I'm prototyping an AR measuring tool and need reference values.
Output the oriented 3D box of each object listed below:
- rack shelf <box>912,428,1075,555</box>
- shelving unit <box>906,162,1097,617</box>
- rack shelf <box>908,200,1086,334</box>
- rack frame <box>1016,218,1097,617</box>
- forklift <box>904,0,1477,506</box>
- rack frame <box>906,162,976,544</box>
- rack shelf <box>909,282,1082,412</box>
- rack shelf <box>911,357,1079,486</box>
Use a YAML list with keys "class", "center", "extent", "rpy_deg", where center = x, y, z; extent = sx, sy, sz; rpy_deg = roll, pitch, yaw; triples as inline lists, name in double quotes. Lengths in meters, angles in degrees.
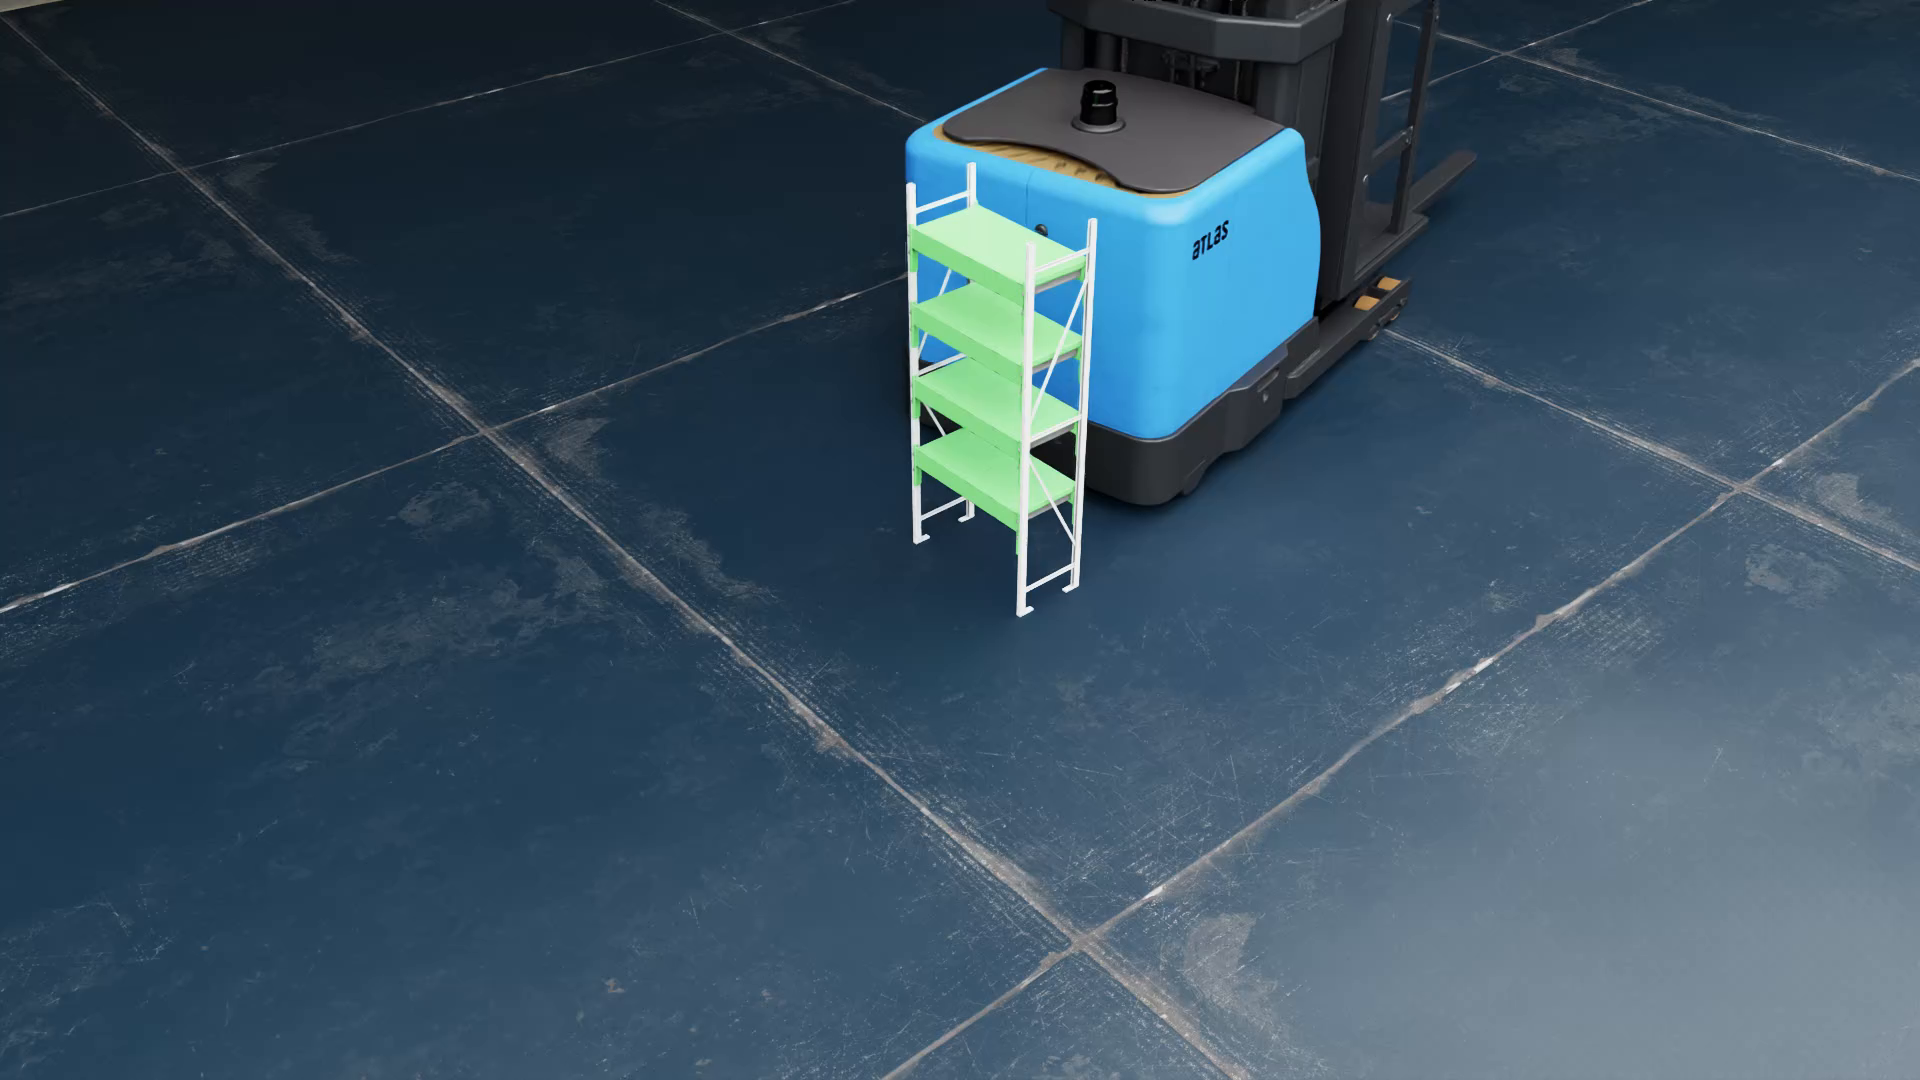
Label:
- class: "rack shelf"
  center: [0.107, -0.169, 4.976]
  extent: [0.258, 0.148, 0.480]
  rpy_deg: [-26, 43, -32]
- class: "shelving unit"
  center: [0.107, -0.417, 4.800]
  extent: [0.258, 1.200, 0.503]
  rpy_deg: [-26, 43, -32]
- class: "rack shelf"
  center: [0.107, -0.756, 4.560]
  extent: [0.258, 0.148, 0.480]
  rpy_deg: [-26, 43, -32]
- class: "rack frame"
  center: [0.264, -0.309, 4.648]
  extent: [0.240, 1.200, 0.015]
  rpy_deg: [-26, 43, -32]
- class: "forklift"
  center: [1.088, -2.106, 5.688]
  extent: [1.130, 2.935, 3.031]
  rpy_deg: [23, 41, 29]
- class: "rack frame"
  center: [-0.051, -0.524, 4.952]
  extent: [0.240, 1.200, 0.015]
  rpy_deg: [-26, 43, -32]
- class: "rack shelf"
  center: [0.107, -0.560, 4.698]
  extent: [0.258, 0.148, 0.480]
  rpy_deg: [-26, 43, -32]
- class: "rack shelf"
  center: [0.107, -0.364, 4.837]
  extent: [0.258, 0.148, 0.480]
  rpy_deg: [-26, 43, -32]
